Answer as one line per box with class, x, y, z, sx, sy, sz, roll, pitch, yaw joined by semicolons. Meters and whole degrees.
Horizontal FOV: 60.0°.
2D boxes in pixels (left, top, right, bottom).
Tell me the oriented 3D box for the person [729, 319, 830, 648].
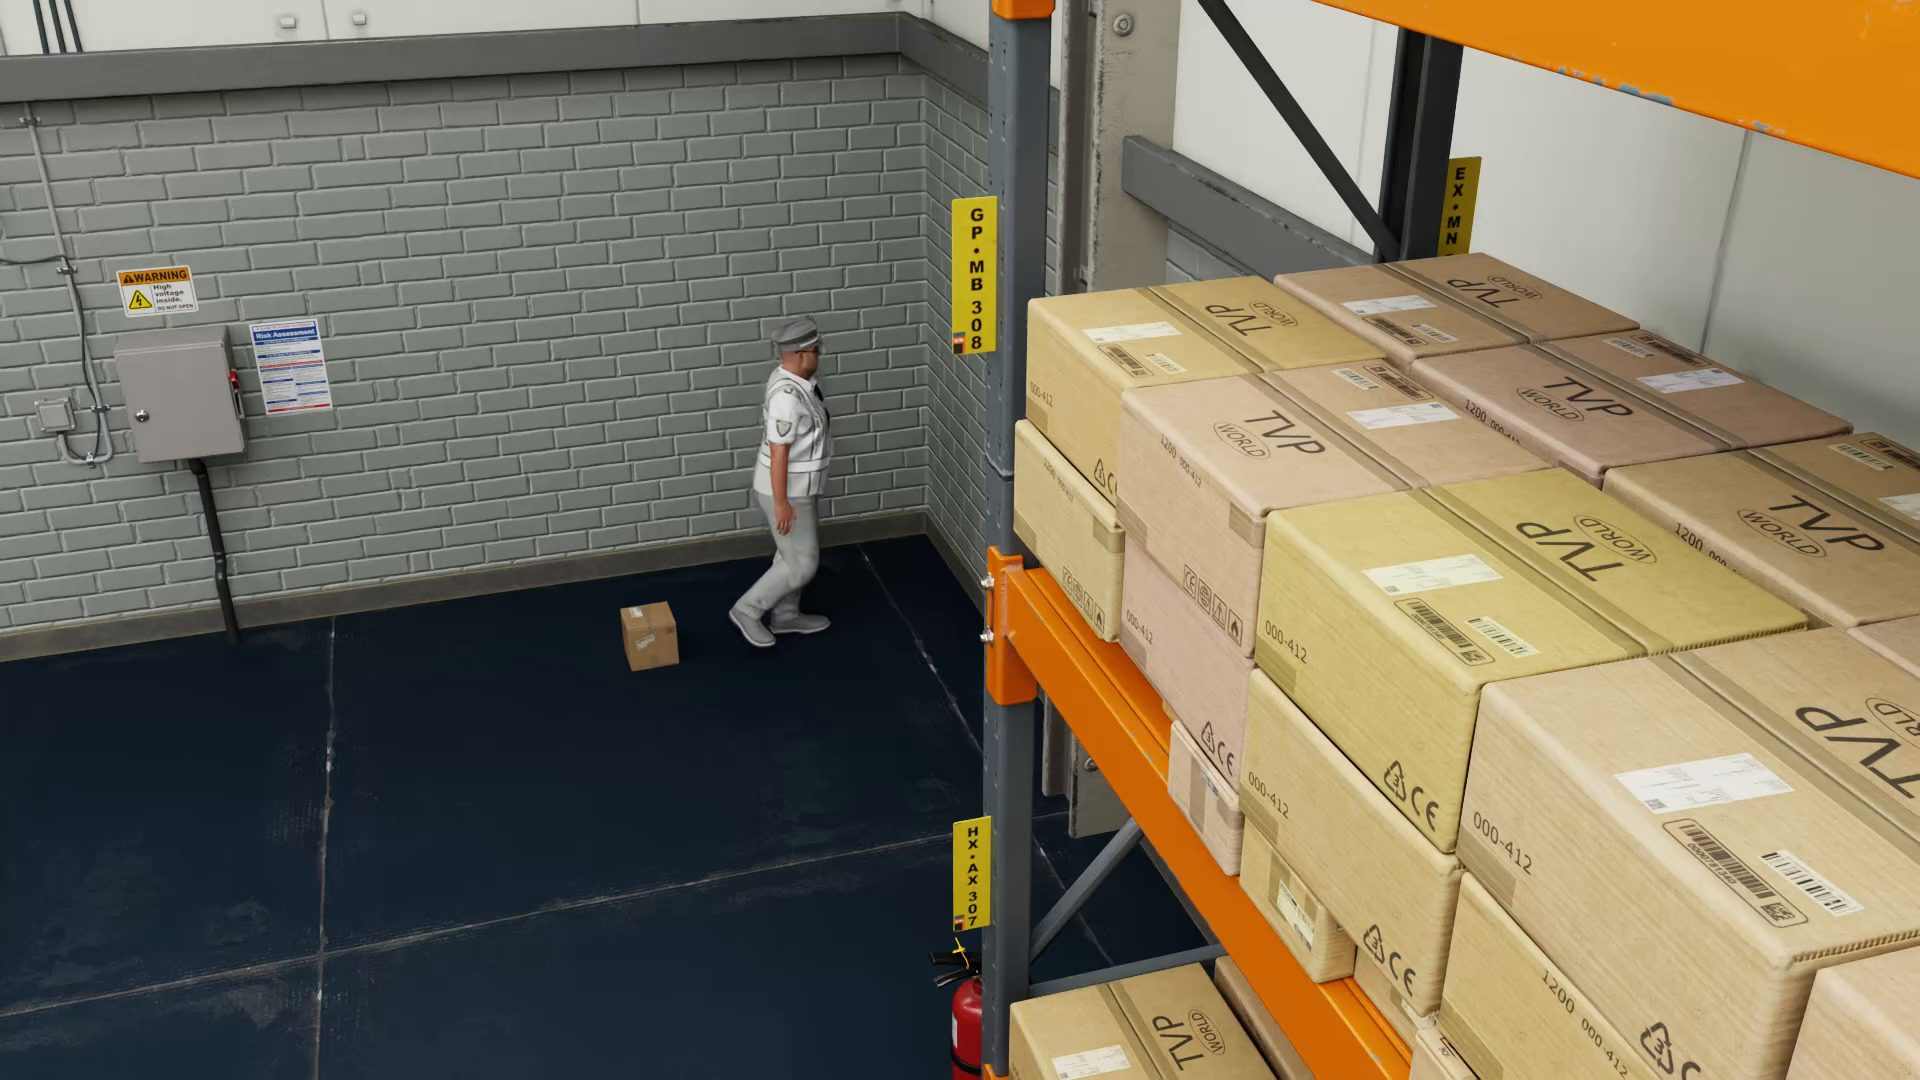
person;-0.955;-0.274;8.653;0.568;1.754;0.602;-1;26;-3
